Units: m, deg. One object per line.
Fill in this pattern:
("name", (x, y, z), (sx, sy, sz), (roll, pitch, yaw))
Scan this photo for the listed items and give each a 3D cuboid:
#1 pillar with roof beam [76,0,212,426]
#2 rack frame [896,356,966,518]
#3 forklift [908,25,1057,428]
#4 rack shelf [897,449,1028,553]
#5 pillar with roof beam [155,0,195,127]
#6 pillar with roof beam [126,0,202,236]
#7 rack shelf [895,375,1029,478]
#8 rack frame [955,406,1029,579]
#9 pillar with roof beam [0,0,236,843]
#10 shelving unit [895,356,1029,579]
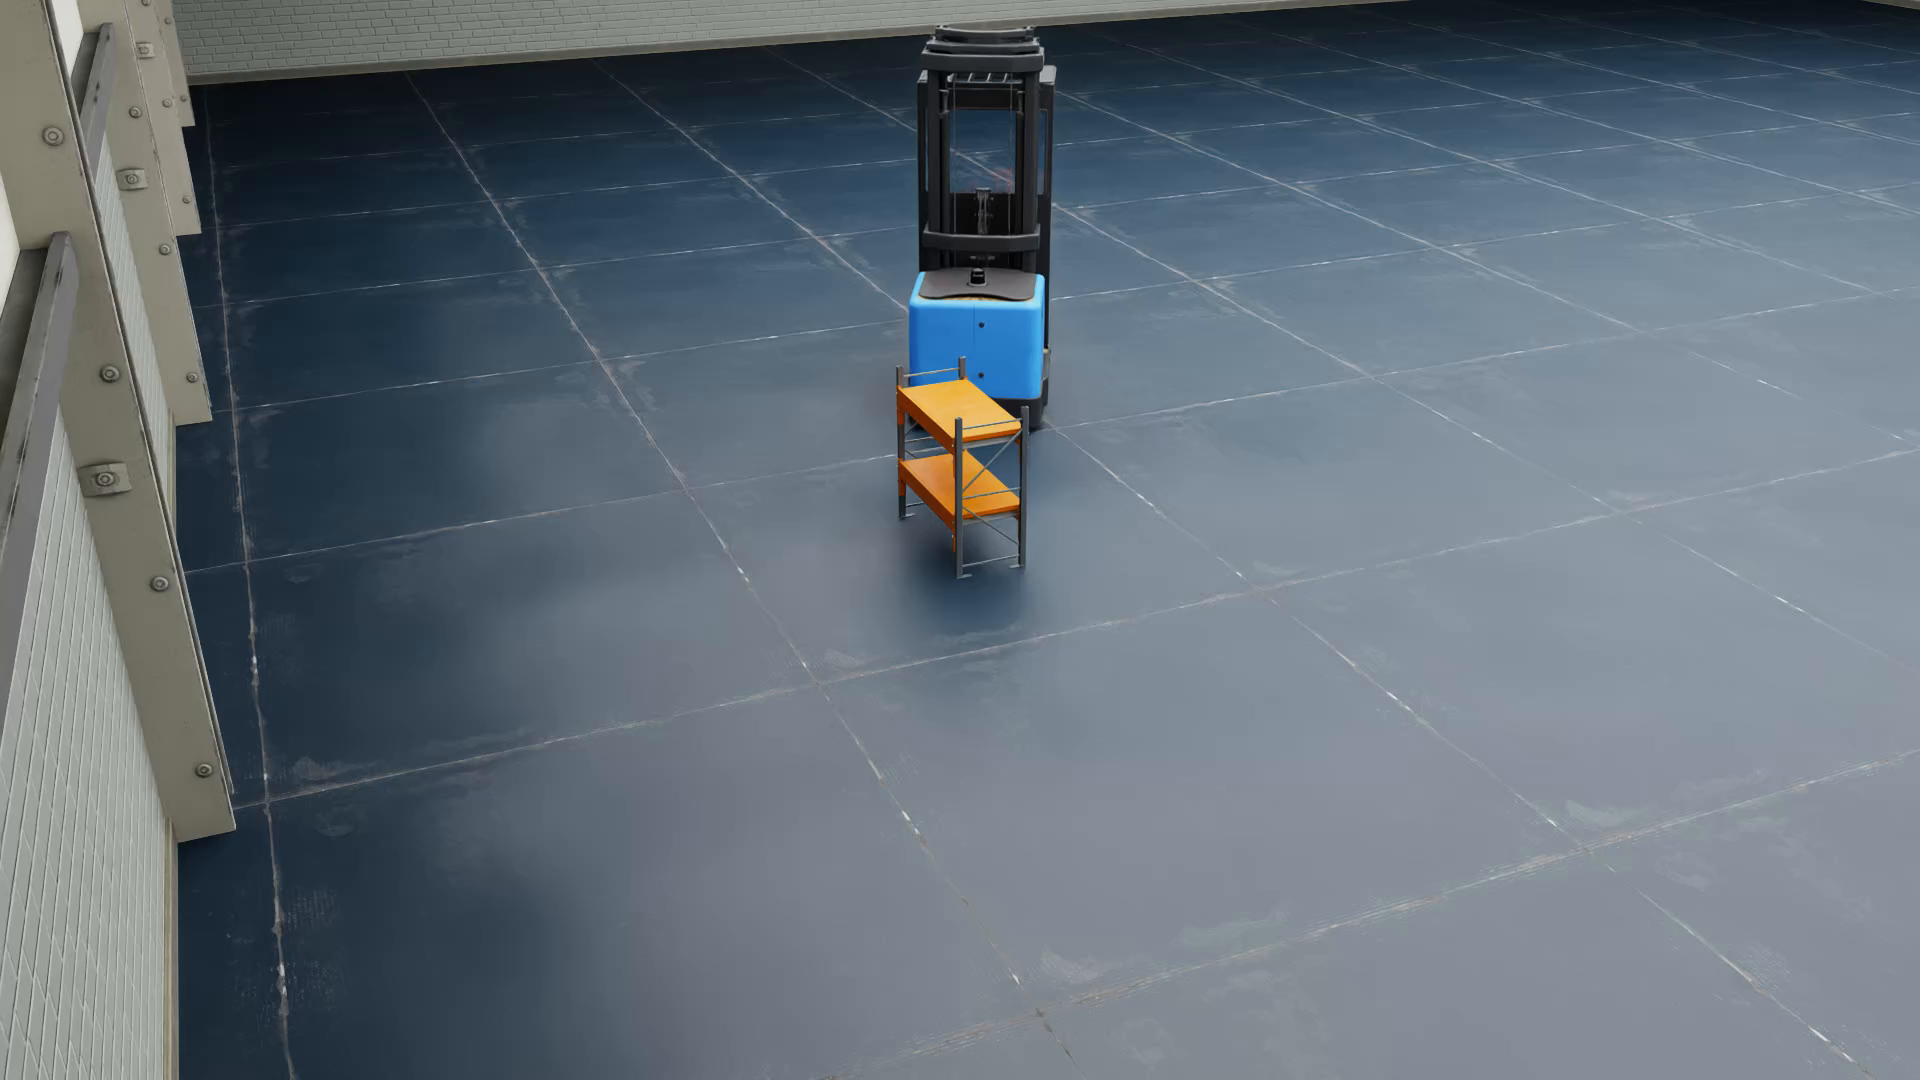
("pillar with roof beam", (-2.265, -5.794, 13.007), (9.100, 9.000, 0.400), (-11, 28, -21))
("rack frame", (-0.196, -0.708, 11.564), (0.500, 1.125, 0.032), (-11, 28, -21))
("forklift", (0.222, -2.808, 13.807), (1.130, 2.935, 3.031), (2, 26, 4))
("rack shelf", (0.003, -0.283, 11.251), (0.538, 0.278, 1.000), (-11, 28, -21))
("pillar with roof beam", (-6.964, -10.639, 22.929), (9.100, 9.000, 0.400), (-11, 28, -21))
("pillar with roof beam", (-4.615, -8.217, 17.968), (9.100, 9.000, 0.400), (-11, 28, -21))
("rack shelf", (0.003, -0.766, 11.015), (0.538, 0.278, 1.000), (-11, 28, -21))
("rack frame", (0.202, -0.298, 10.723), (0.500, 1.125, 0.032), (-11, 28, -21))
("pillar with roof beam", (0.085, -3.372, 8.046), (9.100, 9.000, 0.400), (-11, 28, -21))
("shelving unit", (0.003, -0.503, 11.144), (0.538, 1.125, 1.048), (-11, 28, -21))
